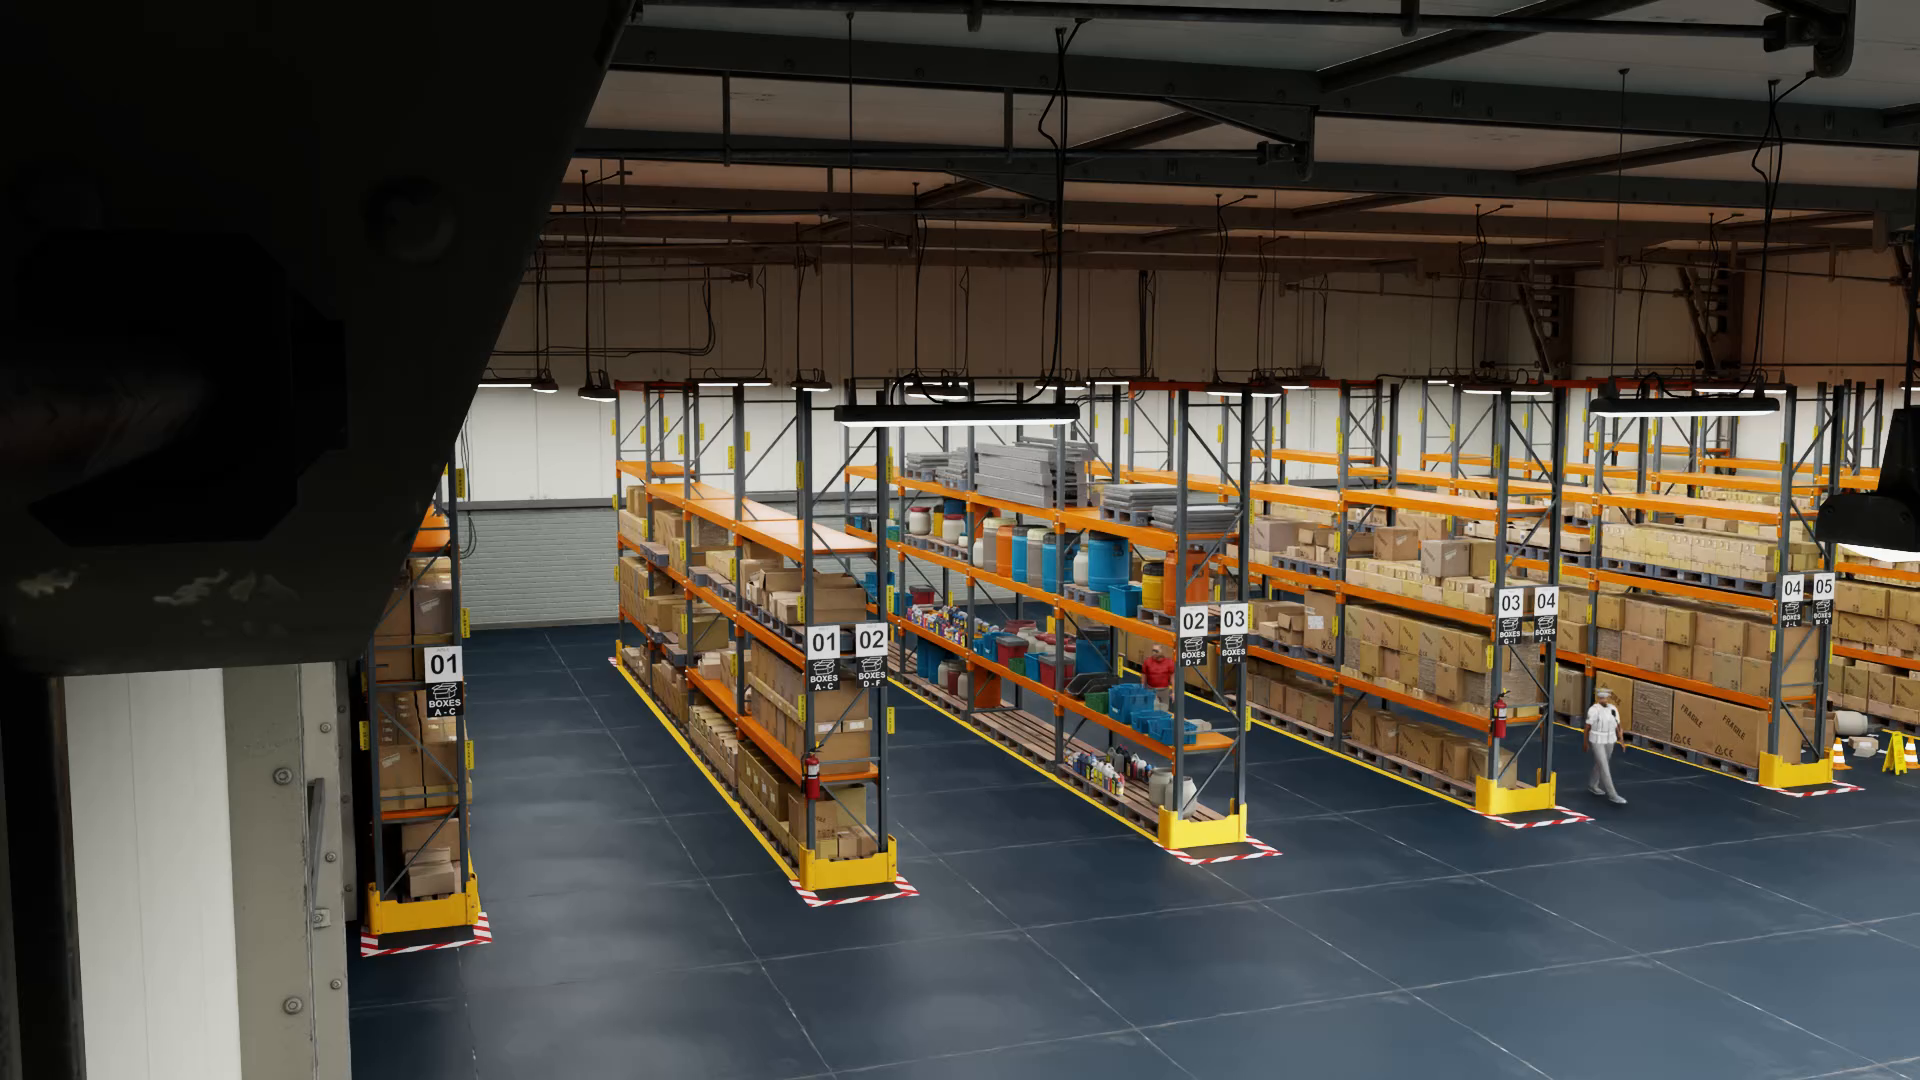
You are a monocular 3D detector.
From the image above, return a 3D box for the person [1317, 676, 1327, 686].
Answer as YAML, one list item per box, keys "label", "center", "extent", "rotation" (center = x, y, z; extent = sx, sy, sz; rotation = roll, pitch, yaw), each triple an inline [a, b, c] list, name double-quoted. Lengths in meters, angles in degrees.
- label: "person"
  center: [6.999, 2.076, 32.377]
  extent: [0.620, 1.695, 0.848]
  rotation: [-1, 6, -5]

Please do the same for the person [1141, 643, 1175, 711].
- label: "person"
  center: [3.302, 2.566, 27.570]
  extent: [0.572, 1.717, 0.855]
  rotation: [0, 6, -2]

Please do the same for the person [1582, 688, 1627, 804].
- label: "person"
  center: [9.371, 2.958, 24.078]
  extent: [0.467, 1.627, 0.951]
  rotation: [-2, 6, -15]
